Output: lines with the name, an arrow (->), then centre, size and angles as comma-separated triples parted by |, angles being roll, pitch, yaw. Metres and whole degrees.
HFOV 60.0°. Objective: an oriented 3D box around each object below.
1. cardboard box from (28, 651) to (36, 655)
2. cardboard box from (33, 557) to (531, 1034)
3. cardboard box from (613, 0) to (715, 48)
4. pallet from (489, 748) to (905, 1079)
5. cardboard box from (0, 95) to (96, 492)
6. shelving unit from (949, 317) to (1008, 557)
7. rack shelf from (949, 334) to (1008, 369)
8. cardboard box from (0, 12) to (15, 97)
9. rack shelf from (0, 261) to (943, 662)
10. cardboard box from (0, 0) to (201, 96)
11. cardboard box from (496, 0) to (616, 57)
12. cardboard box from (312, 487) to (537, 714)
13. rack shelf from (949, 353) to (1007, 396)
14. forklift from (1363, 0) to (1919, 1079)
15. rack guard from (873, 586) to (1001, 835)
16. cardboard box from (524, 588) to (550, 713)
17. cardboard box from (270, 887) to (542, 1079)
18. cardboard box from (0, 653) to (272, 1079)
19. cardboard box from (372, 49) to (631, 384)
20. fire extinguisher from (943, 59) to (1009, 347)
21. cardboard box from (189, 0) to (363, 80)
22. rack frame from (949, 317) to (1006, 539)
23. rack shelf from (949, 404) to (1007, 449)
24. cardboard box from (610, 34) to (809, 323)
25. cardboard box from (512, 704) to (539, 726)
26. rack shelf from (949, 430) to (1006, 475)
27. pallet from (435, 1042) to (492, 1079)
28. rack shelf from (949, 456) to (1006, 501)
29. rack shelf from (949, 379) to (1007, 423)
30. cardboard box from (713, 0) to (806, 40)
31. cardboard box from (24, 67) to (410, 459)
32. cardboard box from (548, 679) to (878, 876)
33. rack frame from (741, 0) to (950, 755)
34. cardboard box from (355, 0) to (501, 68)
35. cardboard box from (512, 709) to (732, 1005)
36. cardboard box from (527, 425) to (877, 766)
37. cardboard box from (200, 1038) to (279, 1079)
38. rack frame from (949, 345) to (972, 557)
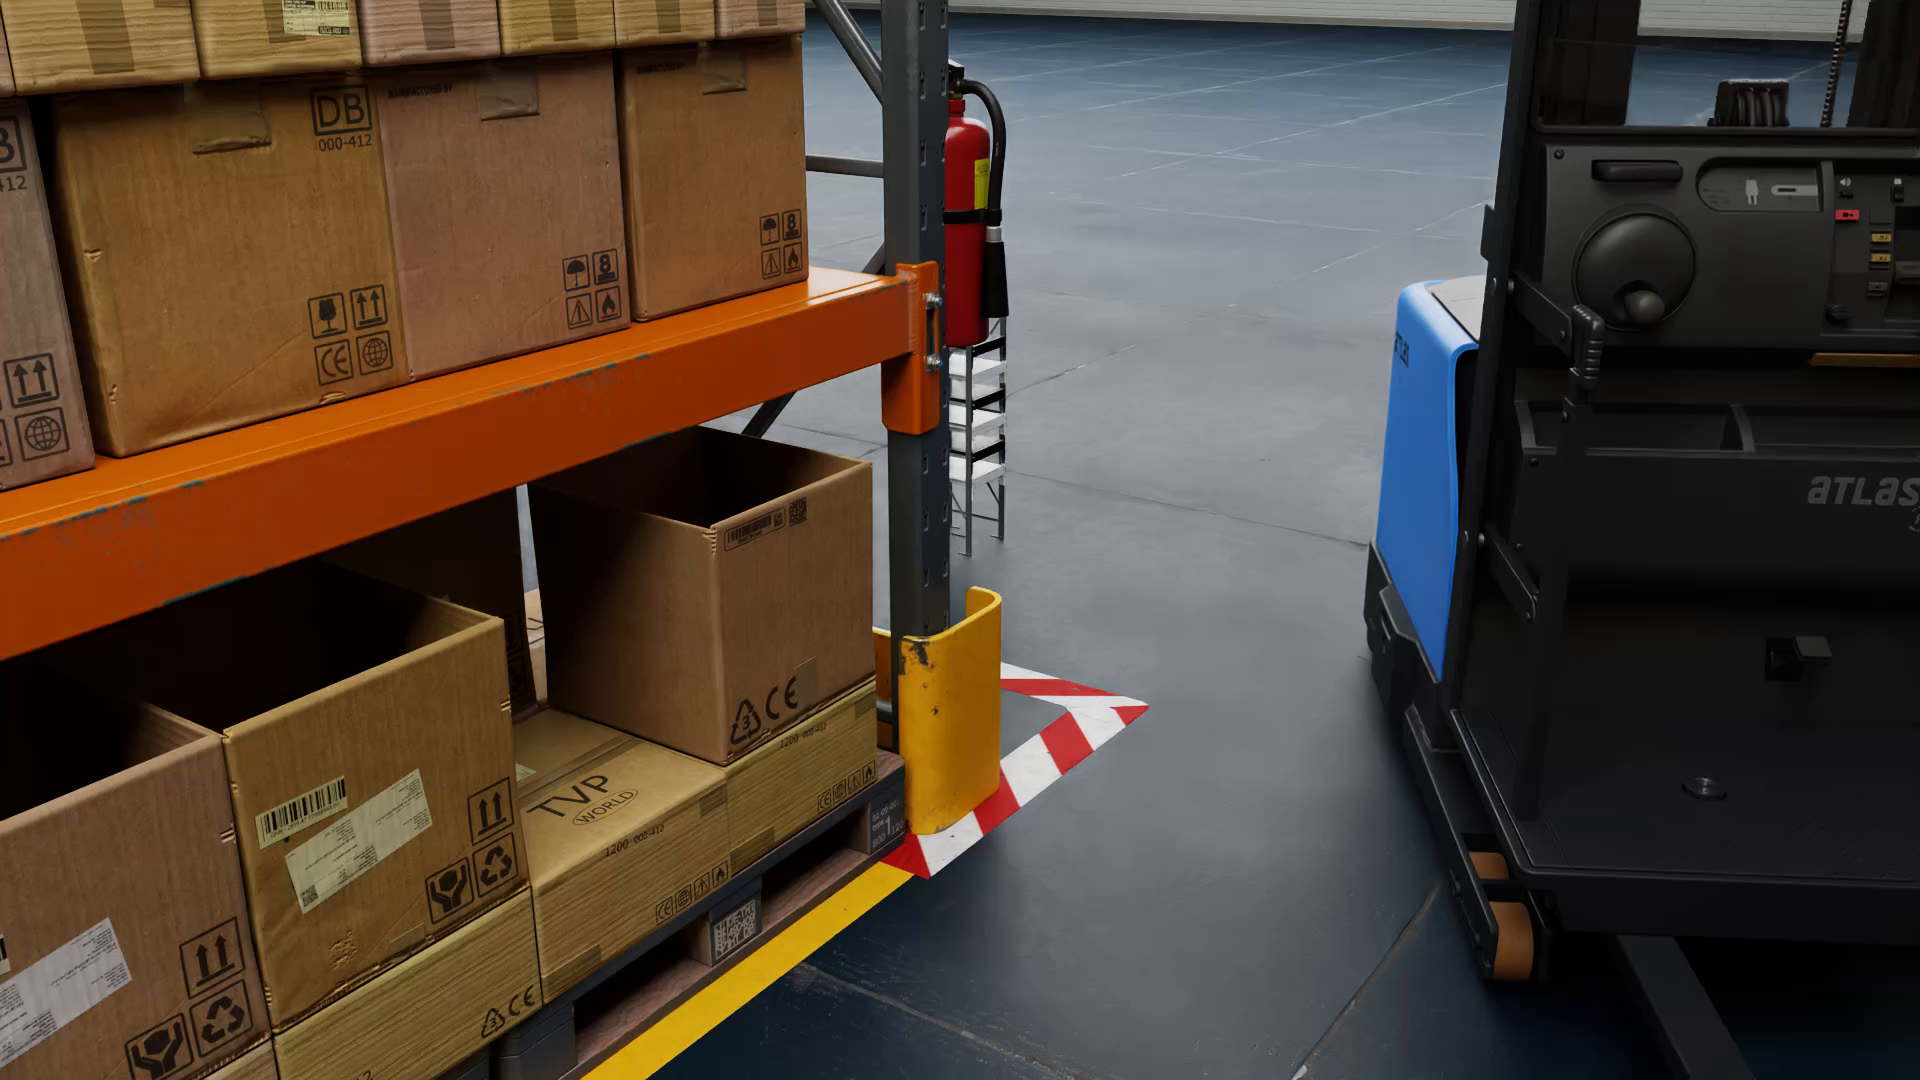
cardboard box -> -1.505, 0.279, 2.965 | 0.500, 0.500, 0.500 | 13, 24, 32
cardboard box -> -1.075, 0.380, 2.691 | 0.500, 0.500, 0.500 | 13, 24, 32
cardboard box -> -0.673, -0.992, 3.043 | 0.380, 0.149, 0.250 | 14, 24, 33
pallet -> -0.865, 0.673, 3.642 | 1.003, 0.211, 1.213 | 13, 24, 32
cardboard box -> -1.610, -0.333, 2.198 | 0.700, 0.500, 0.500 | 14, 25, 33
shelving unit -> -0.005, -0.420, 5.603 | 0.258, 0.900, 0.210 | 13, 24, 32
rack shelf -> -0.005, -0.642, 5.520 | 0.258, 0.077, 0.200 | 13, 24, 32
cardboard box -> -1.397, -0.621, 2.042 | 0.380, 0.149, 0.250 | 13, 24, 31
rack shelf -> -1.594, 0.049, 2.347 | 1.077, 0.370, 4.000 | 13, 24, 32
cardboard box -> -1.253, -0.695, 2.241 | 0.380, 0.149, 0.250 | 14, 25, 33
cardboard box -> -0.816, -0.918, 2.844 | 0.380, 0.149, 0.250 | 13, 24, 31
cardboard box -> -1.234, 0.133, 3.360 | 0.500, 0.500, 0.500 | 13, 24, 32
rack shelf -> -0.005, -0.557, 5.552 | 0.258, 0.077, 0.200 | 13, 24, 32
forklift -> 1.617, -0.576, 3.097 | 1.130, 2.935, 3.031 | 1, 20, 4
rack guard -> -0.456, 0.303, 4.225 | 1.175, 0.500, 0.348 | 13, 24, 32
cardboard box -> -0.955, 0.341, 3.879 | 0.500, 0.250, 0.500 | 13, 24, 32
cardboard box -> -1.077, 0.731, 2.823 | 0.500, 0.250, 0.500 | 13, 24, 32
cardboard box -> -1.357, 0.523, 2.304 | 0.500, 0.500, 0.500 | 13, 24, 32
cardboard box -> -1.034, -0.626, 2.991 | 0.700, 0.500, 0.500 | 14, 24, 33
fire extinguisher -> -0.019, -0.770, 3.633 | 0.296, 0.674, 0.183 | 13, 24, 32
cardboard box -> -1.107, -0.771, 2.446 | 0.380, 0.149, 0.250 | 14, 25, 33
rack frame -> 0.053, -0.449, 5.681 | 0.240, 0.900, 0.006 | 13, 24, 32
rack shelf -> -0.005, -0.388, 5.614 | 0.258, 0.077, 0.200 | 13, 24, 32
cardboard box -> -0.742, -0.778, 3.400 | 0.700, 0.500, 0.500 | 13, 24, 32
cardboard box -> -1.233, 0.485, 3.489 | 0.500, 0.250, 0.500 | 13, 24, 32
rack shelf -> -0.005, -0.304, 5.645 | 0.258, 0.077, 0.200 | 13, 24, 32
pallet -> -1.551, 1.021, 2.699 | 1.003, 0.211, 1.213 | 13, 24, 32
rack shelf -> -0.005, -0.220, 5.677 | 0.258, 0.077, 0.200 | 13, 24, 32
rack shelf -> -0.005, -0.473, 5.583 | 0.258, 0.077, 0.200 | 13, 24, 32
cardboard box -> -0.527, -1.067, 3.246 | 0.380, 0.149, 0.250 | 13, 24, 31
cardboard box -> -1.318, -0.485, 2.608 | 0.700, 0.500, 0.500 | 13, 24, 32
cardboard box -> -0.526, 0.442, 3.606 | 0.500, 0.250, 0.500 | 13, 24, 32
rack frame -> -0.469, -0.863, 3.773 | 1.000, 3.000, 0.127 | 13, 24, 32
cardboard box -> -0.959, -0.846, 2.650 | 0.380, 0.149, 0.250 | 14, 24, 33
cardboard box -> -0.798, 0.587, 3.211 | 0.500, 0.250, 0.500 | 13, 24, 32
cardboard box -> -0.525, 0.090, 3.474 | 0.500, 0.500, 0.500 | 13, 24, 32
cardboard box -> -1.360, 0.874, 2.436 | 0.500, 0.250, 0.500 | 13, 24, 32
rack frame -> -0.062, -0.391, 5.524 | 0.240, 0.900, 0.006 | 13, 24, 32
